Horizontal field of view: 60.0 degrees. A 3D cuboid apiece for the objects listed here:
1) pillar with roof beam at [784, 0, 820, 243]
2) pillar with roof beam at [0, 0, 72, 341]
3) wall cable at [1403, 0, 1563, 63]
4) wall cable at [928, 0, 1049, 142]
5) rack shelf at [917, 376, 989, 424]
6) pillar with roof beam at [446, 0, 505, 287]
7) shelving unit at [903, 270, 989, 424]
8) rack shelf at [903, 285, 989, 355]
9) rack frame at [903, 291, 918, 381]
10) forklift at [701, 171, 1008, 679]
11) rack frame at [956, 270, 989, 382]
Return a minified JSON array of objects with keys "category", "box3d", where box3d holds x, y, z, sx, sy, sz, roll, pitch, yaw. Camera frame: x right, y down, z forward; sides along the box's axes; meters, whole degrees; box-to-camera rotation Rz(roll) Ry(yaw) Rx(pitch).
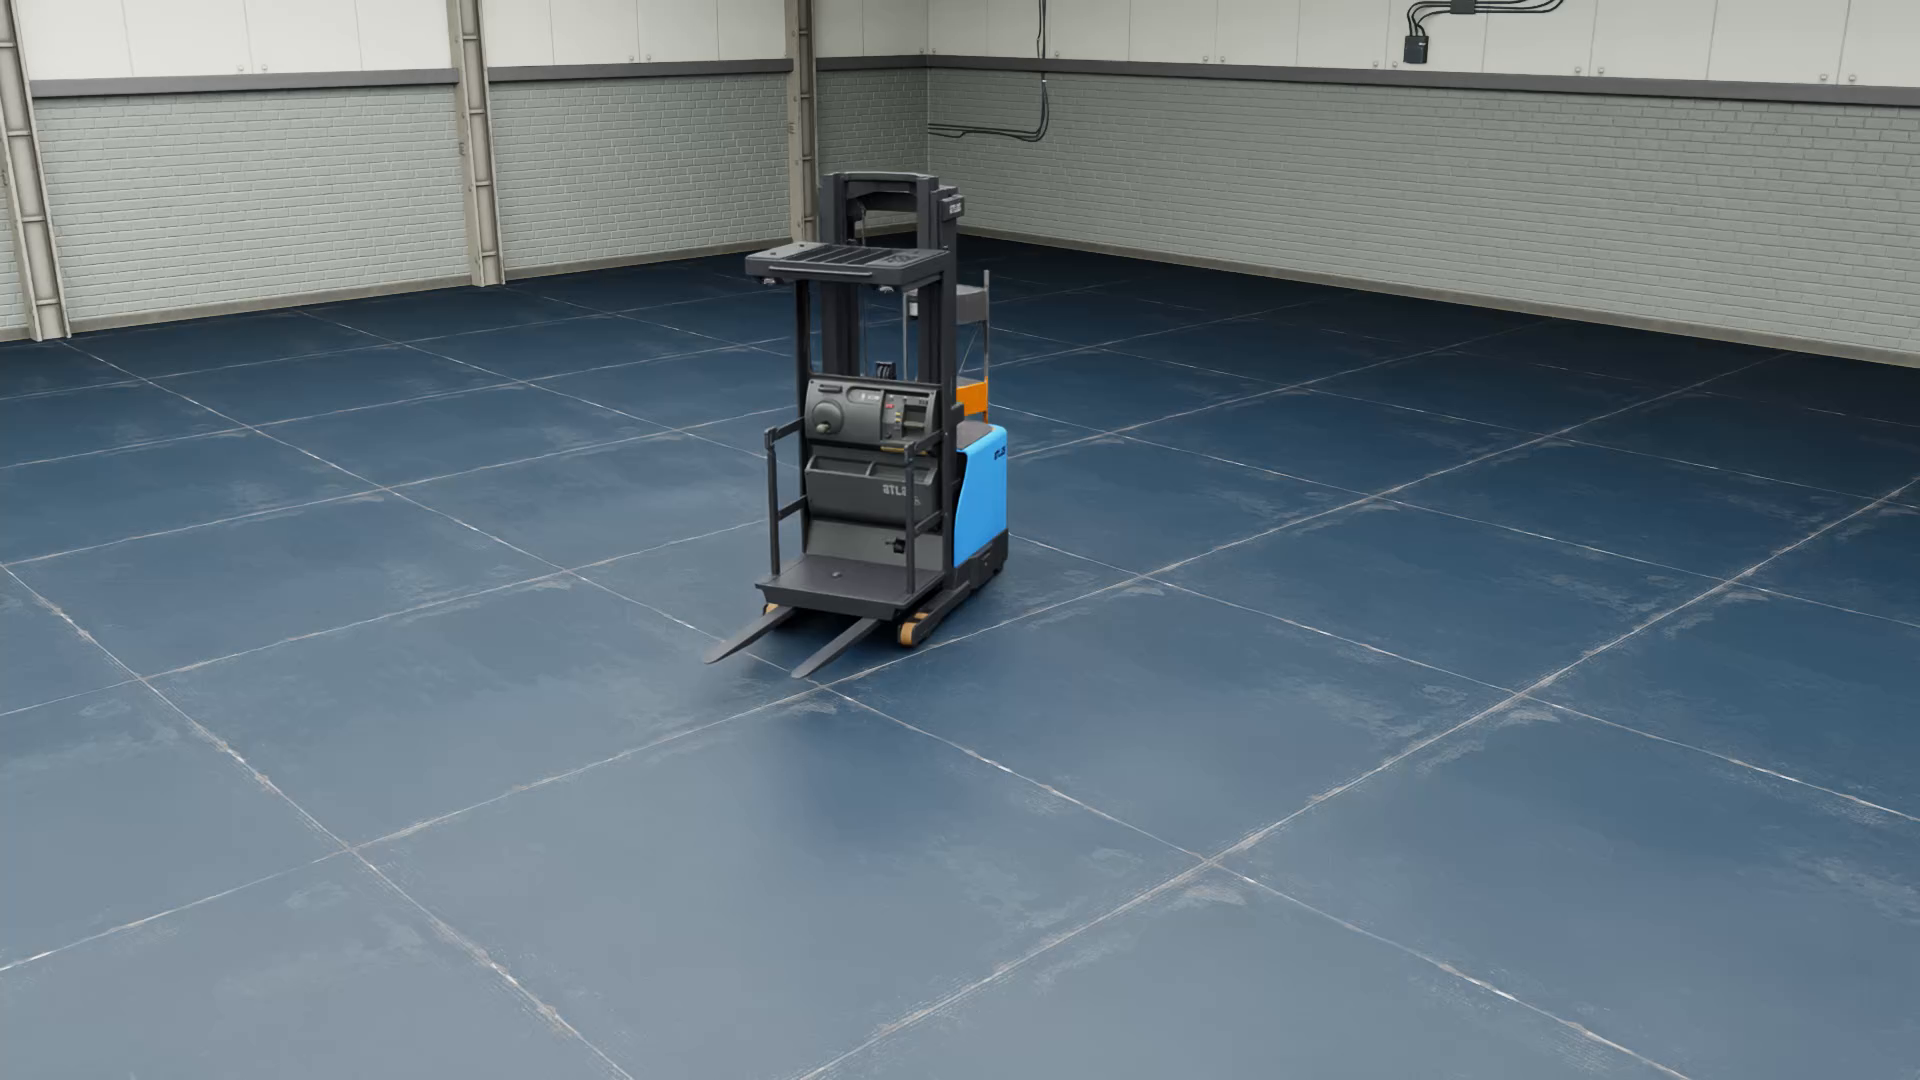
[{"category":"pillar with roof beam","box3d":[0.308,-8.392,24.276,0.400,9.000,9.100,-16,24,-41]},{"category":"pillar with roof beam","box3d":[-8.412,-5.849,16.434,0.400,9.000,9.100,-16,24,-41]},{"category":"wall cable","box3d":[6.910,-9.171,21.167,0.169,6.003,2.305,-16,24,-41]},{"category":"wall cable","box3d":[0.399,-8.207,28.742,0.112,2.526,3.097,-16,24,-41]},{"category":"rack shelf","box3d":[-0.103,-0.976,12.633,0.431,0.518,0.480,16,24,41]},{"category":"pillar with roof beam","box3d":[-4.052,-7.120,20.355,0.400,9.000,9.100,-16,24,-41]},{"category":"shelving unit","box3d":[-0.103,-0.989,12.629,0.431,2.100,0.503,16,24,41]},{"category":"rack shelf","box3d":[-0.103,-1.641,12.417,0.431,0.518,0.480,16,24,41]},{"category":"rack frame","box3d":[-0.272,-0.934,12.461,0.400,2.100,0.015,16,24,41]},{"category":"forklift","box3d":[-0.675,-0.842,10.829,1.130,2.935,3.031,7,19,21]},{"category":"rack frame","box3d":[0.065,-1.043,12.797,0.400,2.100,0.015,16,24,41]}]
